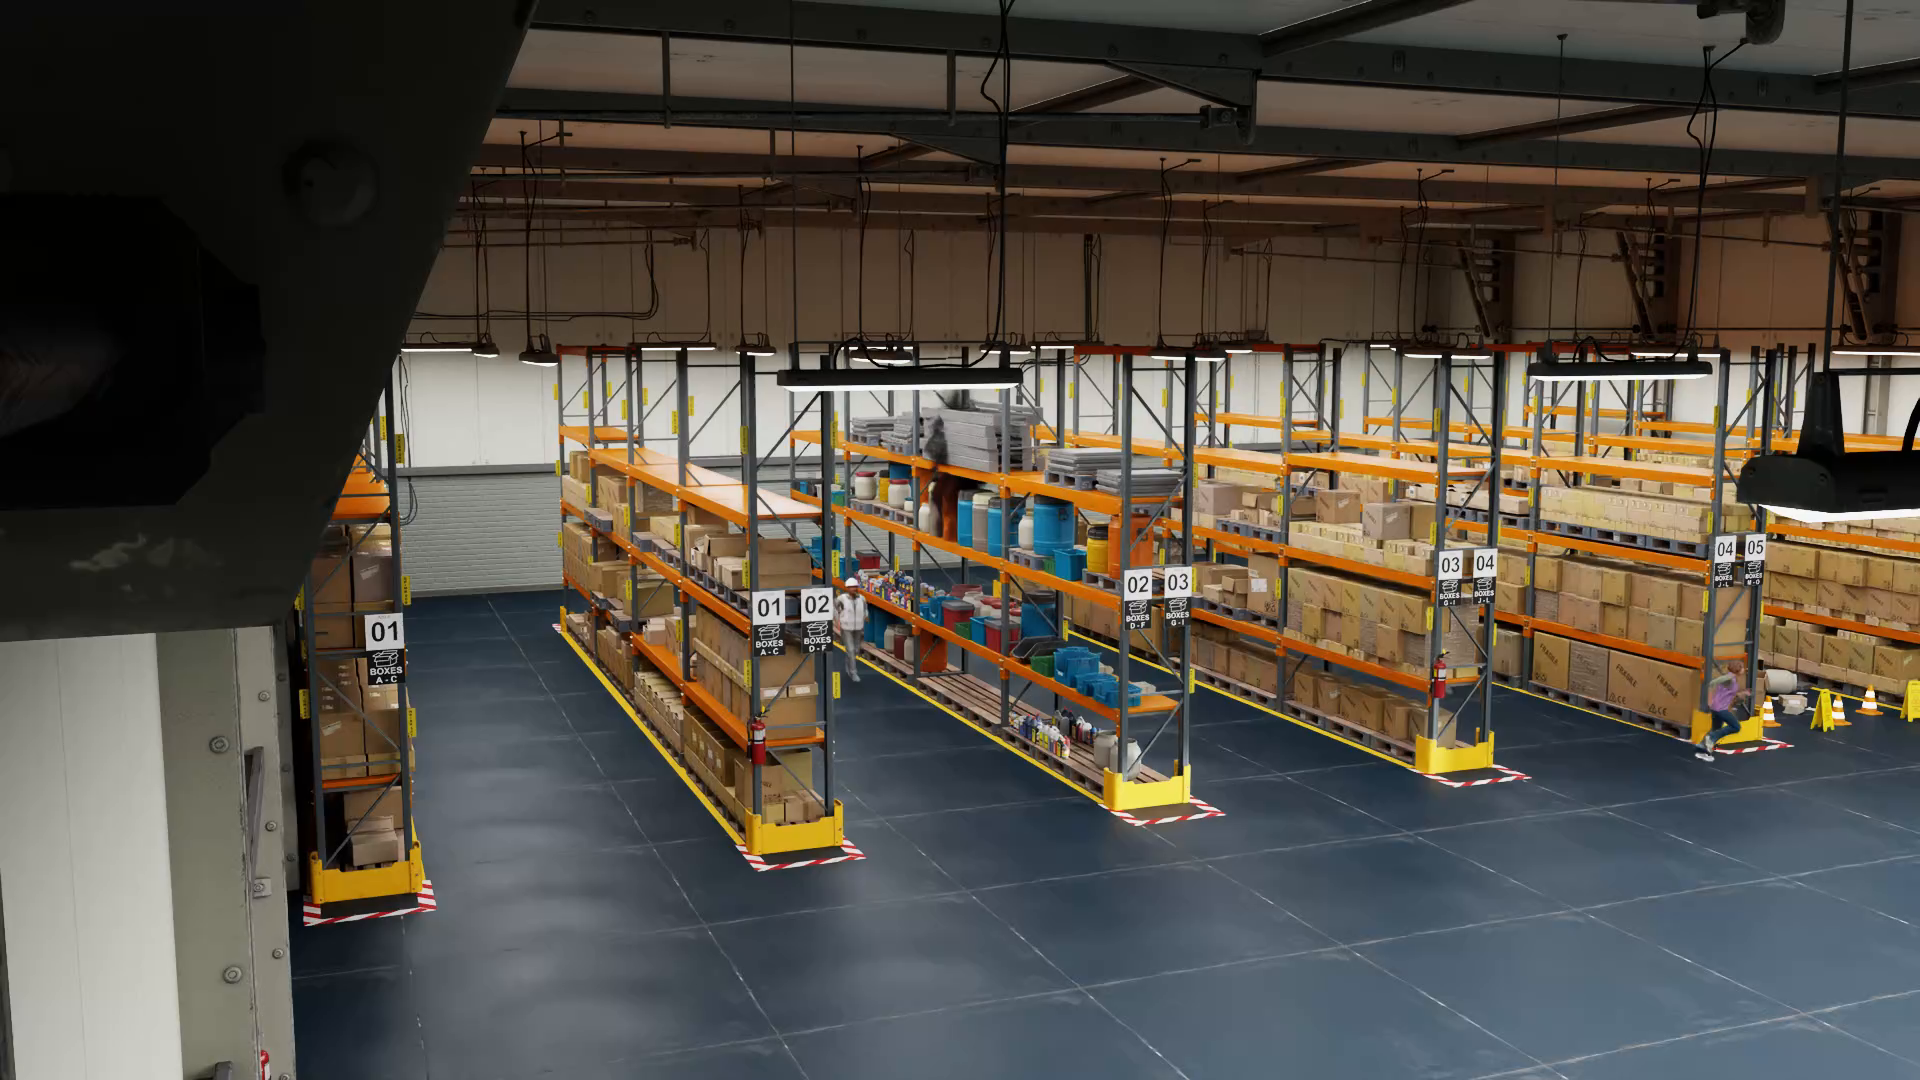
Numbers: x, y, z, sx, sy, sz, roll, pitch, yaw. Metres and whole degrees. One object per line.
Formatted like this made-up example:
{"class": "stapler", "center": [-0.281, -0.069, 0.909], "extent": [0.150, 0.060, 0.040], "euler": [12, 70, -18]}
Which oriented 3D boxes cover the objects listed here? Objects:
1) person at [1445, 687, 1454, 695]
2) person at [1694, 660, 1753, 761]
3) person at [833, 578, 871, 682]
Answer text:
{"class": "person", "center": [8.531, 1.885, 29.064], "extent": [0.670, 1.593, 1.030], "euler": [-3, 8, -22]}
{"class": "person", "center": [11.175, 2.492, 24.320], "extent": [0.738, 1.524, 0.524], "euler": [3, 8, 24]}
{"class": "person", "center": [-1.899, 1.526, 28.849], "extent": [0.646, 1.775, 0.811], "euler": [-3, 8, -25]}
